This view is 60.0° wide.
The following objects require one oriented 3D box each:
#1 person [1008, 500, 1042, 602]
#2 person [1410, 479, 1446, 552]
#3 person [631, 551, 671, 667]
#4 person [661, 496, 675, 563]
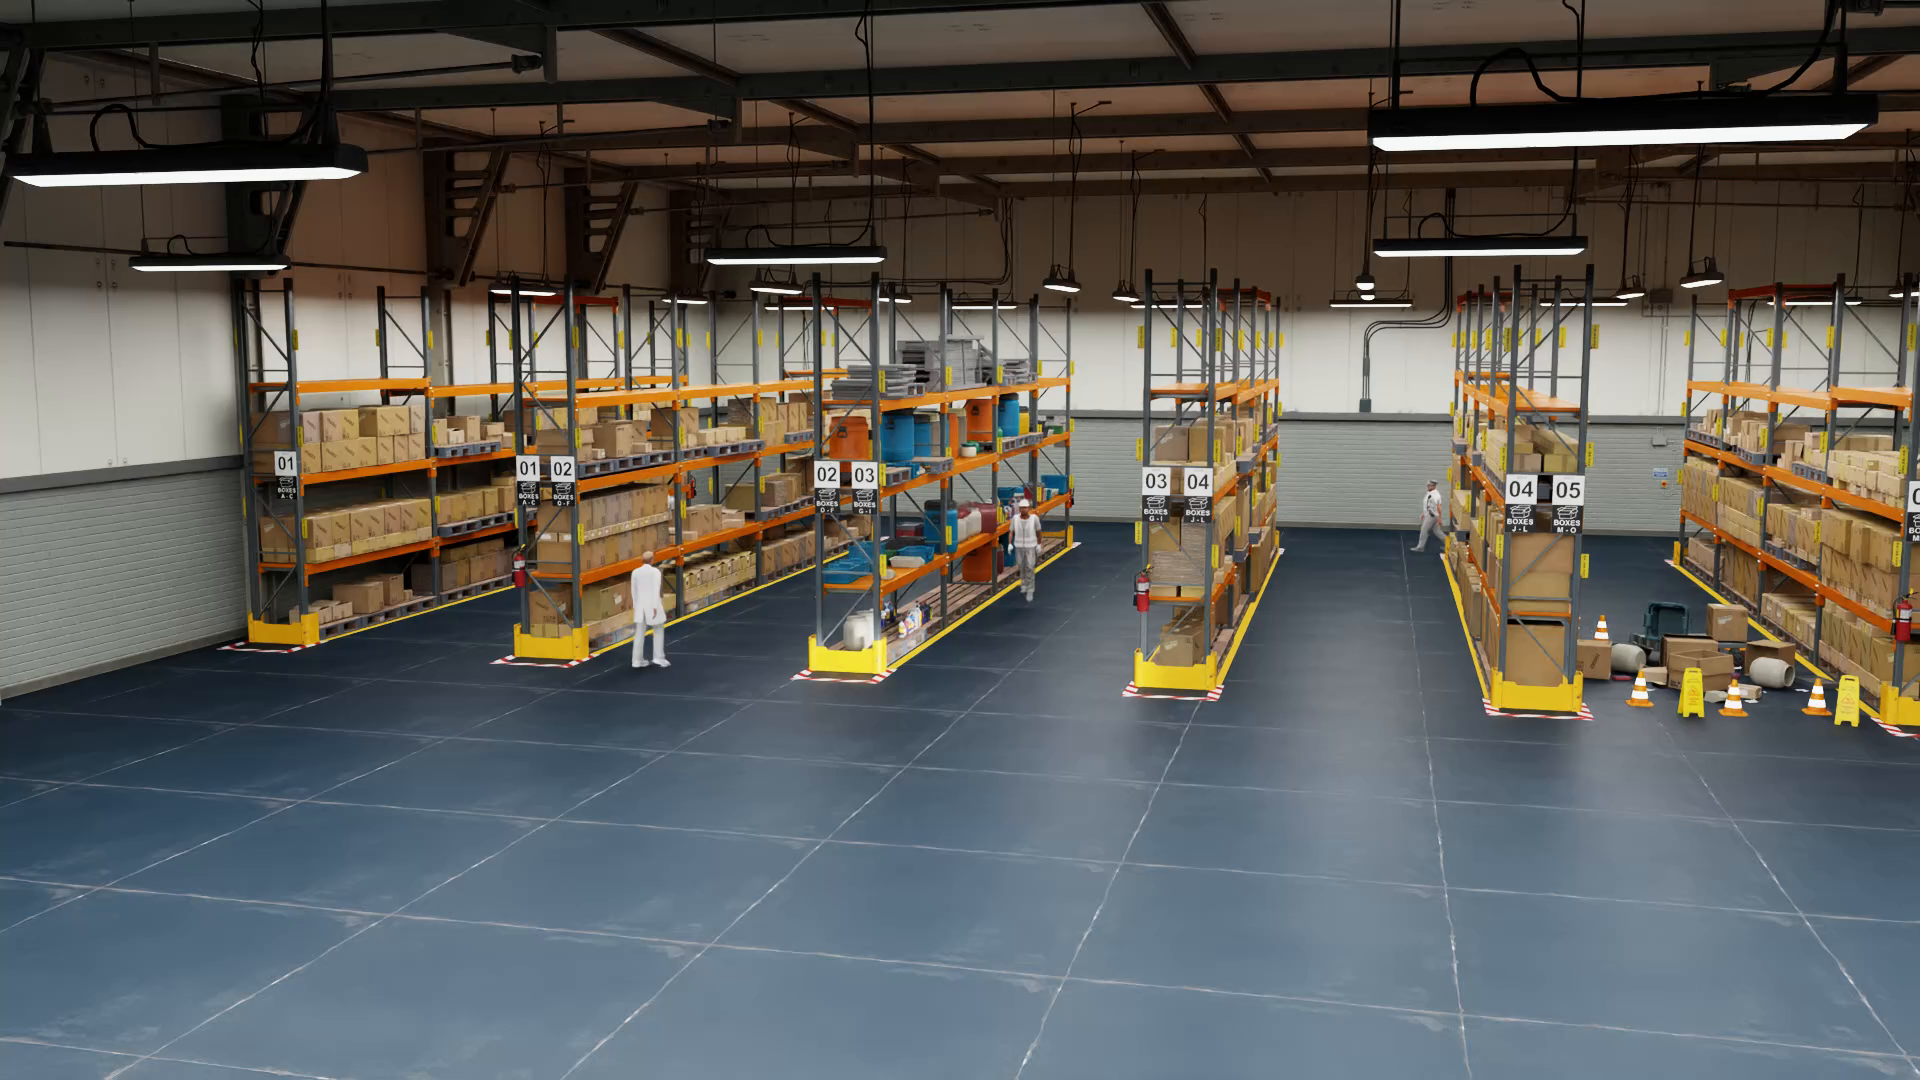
[{"bbox_3d":[1.198,0.175,30.687,0.578,1.847,0.685,2,7,14],"label":"person"},{"bbox_3d":[11.197,-0.584,39.401,0.996,1.728,0.520,2,7,14],"label":"person"},{"bbox_3d":[-4.821,1.093,25.519,0.580,1.832,0.663,2,7,14],"label":"person"},{"bbox_3d":[-6.794,-0.397,37.756,0.551,1.740,0.931,1,7,5],"label":"person"}]
